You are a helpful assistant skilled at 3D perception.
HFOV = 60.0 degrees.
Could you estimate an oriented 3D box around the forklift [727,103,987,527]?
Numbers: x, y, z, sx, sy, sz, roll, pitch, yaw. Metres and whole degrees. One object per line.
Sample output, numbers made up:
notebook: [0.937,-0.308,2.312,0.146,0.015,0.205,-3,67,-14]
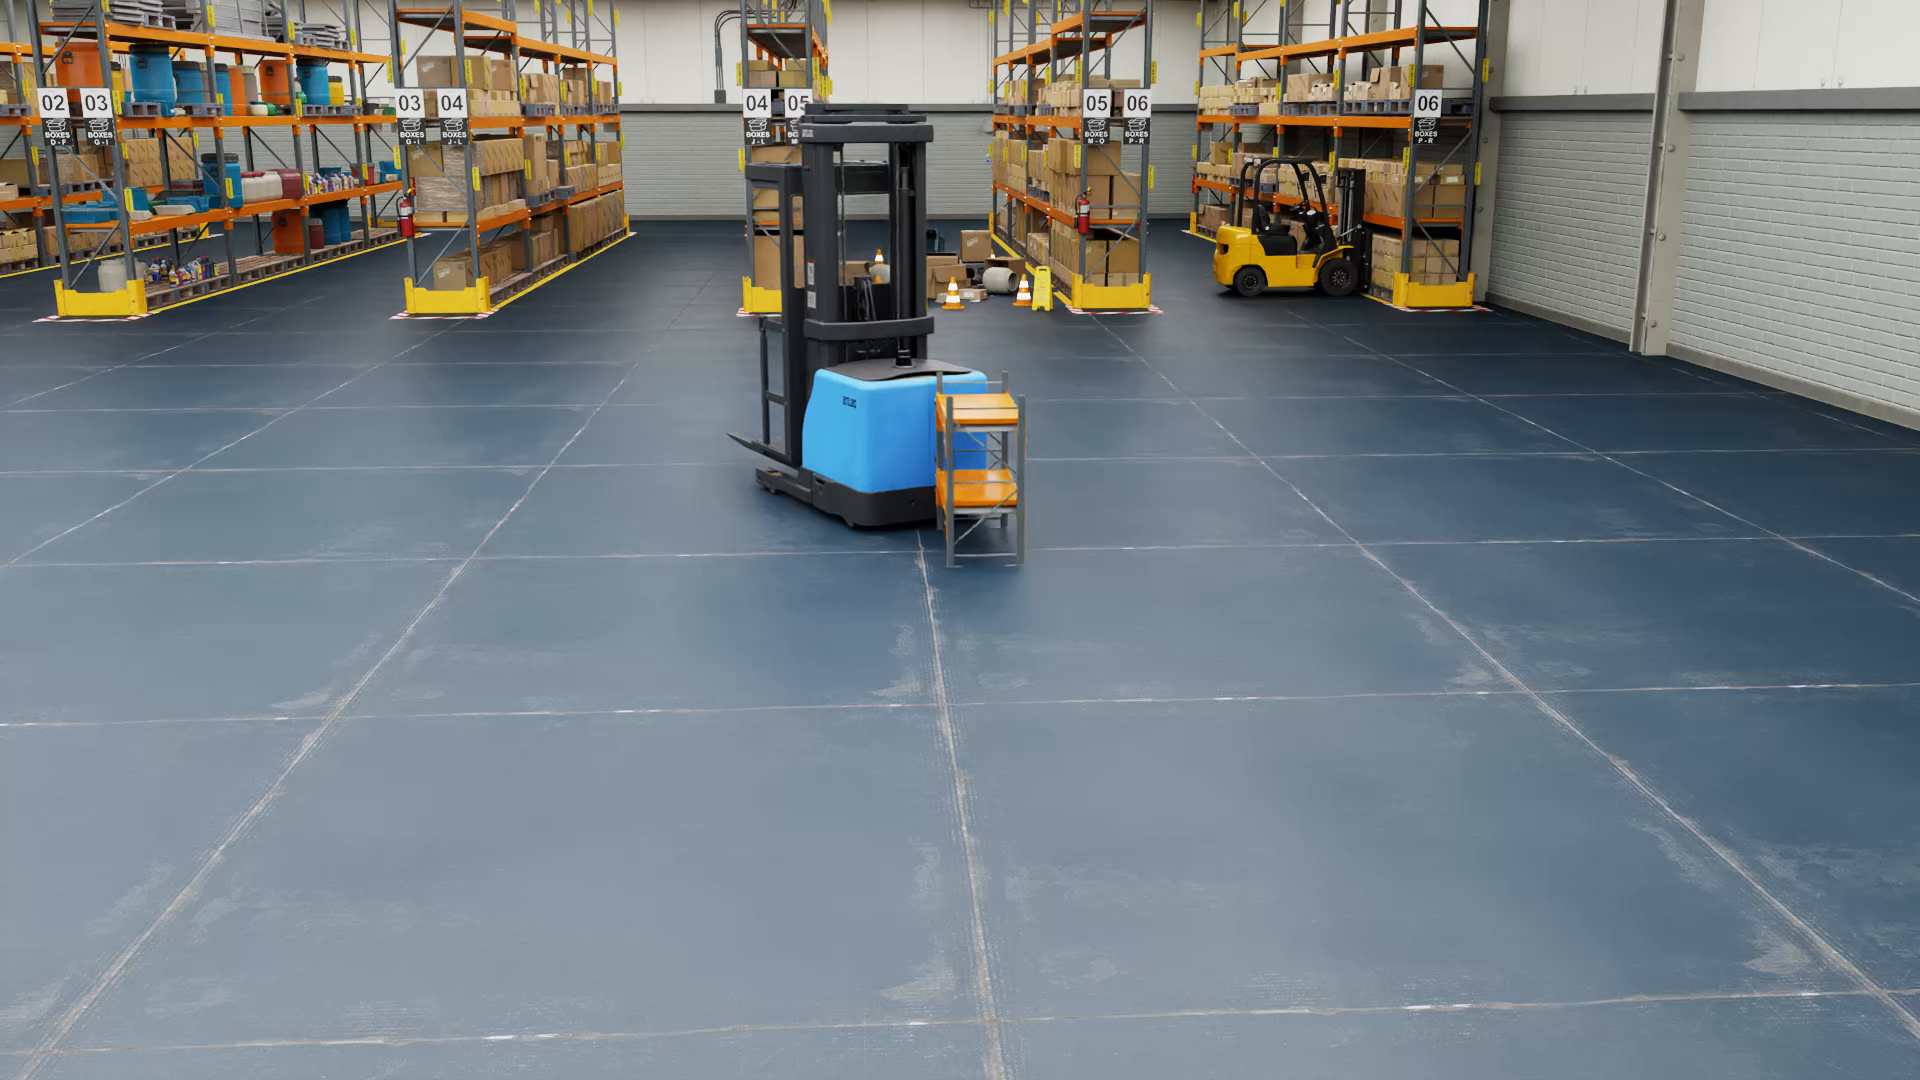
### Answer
forklift: [-0.952,-1.828,12.751,1.130,2.935,3.031,-8,16,-28]

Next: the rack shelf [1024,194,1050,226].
rack shelf: [1.926,-6.129,30.771,1.077,0.370,4.000,-1,14,-3]

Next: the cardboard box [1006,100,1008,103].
cardboard box: [1.195,-9.763,36.657,0.396,0.266,0.258,0,14,-2]

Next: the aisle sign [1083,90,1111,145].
aisle sign: [2.012,-6.224,24.481,0.394,0.787,0.004,-1,14,-3]

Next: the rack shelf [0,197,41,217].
rack shelf: [-17.853,-5.824,29.586,1.077,0.370,4.000,-1,14,-3]

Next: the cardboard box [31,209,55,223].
cardboard box: [-18.344,-6.533,33.525,0.500,0.250,0.500,-1,14,-4]

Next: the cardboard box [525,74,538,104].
cardboard box: [-7.831,-7.886,29.086,0.797,0.503,0.637,0,14,-1]

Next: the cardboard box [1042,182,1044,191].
cardboard box: [1.672,-6.378,29.957,0.380,0.149,0.250,-1,14,-3]

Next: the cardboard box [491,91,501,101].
cardboard box: [-7.446,-6.996,26.178,0.380,0.149,0.250,0,14,-1]

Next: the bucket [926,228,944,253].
bucket: [-0.575,-5.031,28.579,0.726,0.611,0.620,4,5,16]

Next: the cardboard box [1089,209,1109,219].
cardboard box: [2.061,-4.953,25.262,0.380,0.149,0.250,0,14,-2]

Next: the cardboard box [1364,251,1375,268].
cardboard box: [6.836,-4.546,26.846,0.500,0.250,0.500,-1,14,-5]

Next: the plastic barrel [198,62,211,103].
plastic barrel: [-13.073,-7.732,28.531,0.600,0.901,0.600,0,14,0]

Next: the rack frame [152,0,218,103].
rack frame: [-12.785,-8.656,27.109,1.000,3.000,0.127,-1,14,-3]

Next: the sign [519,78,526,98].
sign: [-7.300,-7.540,27.755,0.100,0.325,0.005,-1,14,-3]

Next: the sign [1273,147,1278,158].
sign: [6.215,-7.564,32.740,0.100,0.325,0.005,-1,14,-3]

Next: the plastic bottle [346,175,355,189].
plastic bottle: [-12.933,-7.587,35.243,0.152,0.276,0.135,-1,14,-3]

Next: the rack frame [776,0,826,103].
rack frame: [-3.380,-10.773,35.339,1.000,3.000,0.127,-1,14,-3]

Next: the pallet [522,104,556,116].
pallet: [-7.841,-7.602,29.409,1.213,0.211,1.003,-1,14,-3]

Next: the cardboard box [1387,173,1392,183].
cardboard box: [6.946,-5.698,26.148,0.380,0.149,0.250,-1,14,-4]

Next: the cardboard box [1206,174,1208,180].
cardboard box: [6.074,-8.643,39.603,0.380,0.149,0.250,0,14,-2]

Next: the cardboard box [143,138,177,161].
cardboard box: [-18.101,-8.831,37.622,0.500,0.500,0.500,0,14,-2]

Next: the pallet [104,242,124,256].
pallet: [-18.136,-6.112,34.859,1.003,0.211,1.213,-1,14,-3]

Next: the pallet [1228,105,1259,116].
pallet: [6.478,-9.245,35.798,1.213,0.211,1.003,-1,14,-3]

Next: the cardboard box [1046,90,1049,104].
cardboard box: [1.812,-7.959,29.879,0.500,0.250,0.500,-1,14,-3]

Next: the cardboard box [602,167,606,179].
cardboard box: [-8.130,-8.133,36.819,0.500,0.250,0.500,-1,14,-4]

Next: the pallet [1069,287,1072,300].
pallet: [2.278,-3.856,26.090,1.003,0.211,1.213,-1,14,-3]

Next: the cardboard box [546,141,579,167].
cardboard box: [-8.204,-7.867,33.868,0.797,0.503,0.637,0,14,-2]

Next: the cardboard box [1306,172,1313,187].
cardboard box: [6.653,-6.600,30.457,0.500,0.250,0.500,-1,14,-2]

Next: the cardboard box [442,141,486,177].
cardboard box: [-7.356,-5.650,24.661,0.500,0.500,0.500,-1,14,-3]

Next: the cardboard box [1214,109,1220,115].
cardboard box: [6.066,-9.845,38.256,0.380,0.149,0.250,-1,14,-2]

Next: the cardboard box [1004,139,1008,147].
cardboard box: [1.249,-8.615,36.784,0.500,0.500,0.500,-1,14,-4]

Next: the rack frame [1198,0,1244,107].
rack frame: [6.260,-11.947,39.901,1.000,3.000,0.127,-1,14,-3]

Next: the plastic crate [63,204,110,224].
plastic crate: [-12.867,-4.804,24.474,0.499,0.251,0.616,-1,14,-3]

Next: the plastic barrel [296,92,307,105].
plastic barrel: [-12.869,-8.593,32.354,0.294,0.245,0.294,0,14,0]

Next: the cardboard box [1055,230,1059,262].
cardboard box: [1.862,-4.931,27.842,0.500,0.500,0.500,0,14,-1]

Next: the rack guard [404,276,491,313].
rack guard: [-7.598,-3.640,24.672,1.175,0.500,0.348,-1,14,-3]

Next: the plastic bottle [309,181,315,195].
plastic bottle: [-12.765,-6.913,32.623,0.152,0.276,0.135,-1,14,-3]

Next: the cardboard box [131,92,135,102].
cardboard box: [-18.039,-9.536,35.846,0.500,0.250,0.500,-1,14,-3]

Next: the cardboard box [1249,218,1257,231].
cardboard box: [6.409,-6.531,35.062,0.500,0.500,0.500,-1,14,-5]

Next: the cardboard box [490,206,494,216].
cardboard box: [-7.457,-5.096,25.816,0.380,0.149,0.250,-1,14,-3]

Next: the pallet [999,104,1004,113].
pallet: [1.441,-9.886,38.086,1.003,0.211,1.213,-1,14,-3]

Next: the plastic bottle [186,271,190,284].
plastic bottle: [-12.372,-4.204,26.579,0.097,0.201,0.097,0,14,0]

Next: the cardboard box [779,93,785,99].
cardboard box: [-3.088,-7.683,28.607,0.500,0.250,0.500,-1,14,-3]

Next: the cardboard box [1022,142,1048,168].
cardboard box: [1.509,-7.632,32.962,0.500,0.500,0.500,-1,14,-5]

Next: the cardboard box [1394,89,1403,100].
cardboard box: [6.897,-6.847,25.559,0.380,0.149,0.250,-1,14,-5]

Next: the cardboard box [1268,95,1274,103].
cardboard box: [6.447,-8.902,33.584,0.380,0.149,0.250,-1,14,-3]

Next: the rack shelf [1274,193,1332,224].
rack shelf: [6.880,-6.207,31.073,1.077,0.370,4.000,-1,14,-3]

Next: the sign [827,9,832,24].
sign: [-3.073,-12.301,39.083,0.100,0.325,0.005,-1,14,-3]

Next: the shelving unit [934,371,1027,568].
shelving unit: [0.125,-0.495,11.194,0.538,1.125,1.048,-1,14,-4]

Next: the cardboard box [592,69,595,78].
cardboard box: [-8.470,-10.425,37.255,0.500,0.250,0.500,-1,14,-5]

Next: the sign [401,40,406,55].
sign: [-12.980,-11.497,38.797,0.100,0.325,0.005,-1,14,-3]

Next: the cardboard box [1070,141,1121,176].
cardboard box: [2.048,-5.786,25.188,0.700,0.500,0.500,-1,14,-5]

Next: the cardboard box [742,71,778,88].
cardboard box: [-2.946,-6.777,24.487,0.500,0.250,0.500,-1,14,-3]

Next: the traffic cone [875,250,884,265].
traffic cone: [-1.461,-5.007,30.057,0.336,0.463,0.334,-1,14,-3]
